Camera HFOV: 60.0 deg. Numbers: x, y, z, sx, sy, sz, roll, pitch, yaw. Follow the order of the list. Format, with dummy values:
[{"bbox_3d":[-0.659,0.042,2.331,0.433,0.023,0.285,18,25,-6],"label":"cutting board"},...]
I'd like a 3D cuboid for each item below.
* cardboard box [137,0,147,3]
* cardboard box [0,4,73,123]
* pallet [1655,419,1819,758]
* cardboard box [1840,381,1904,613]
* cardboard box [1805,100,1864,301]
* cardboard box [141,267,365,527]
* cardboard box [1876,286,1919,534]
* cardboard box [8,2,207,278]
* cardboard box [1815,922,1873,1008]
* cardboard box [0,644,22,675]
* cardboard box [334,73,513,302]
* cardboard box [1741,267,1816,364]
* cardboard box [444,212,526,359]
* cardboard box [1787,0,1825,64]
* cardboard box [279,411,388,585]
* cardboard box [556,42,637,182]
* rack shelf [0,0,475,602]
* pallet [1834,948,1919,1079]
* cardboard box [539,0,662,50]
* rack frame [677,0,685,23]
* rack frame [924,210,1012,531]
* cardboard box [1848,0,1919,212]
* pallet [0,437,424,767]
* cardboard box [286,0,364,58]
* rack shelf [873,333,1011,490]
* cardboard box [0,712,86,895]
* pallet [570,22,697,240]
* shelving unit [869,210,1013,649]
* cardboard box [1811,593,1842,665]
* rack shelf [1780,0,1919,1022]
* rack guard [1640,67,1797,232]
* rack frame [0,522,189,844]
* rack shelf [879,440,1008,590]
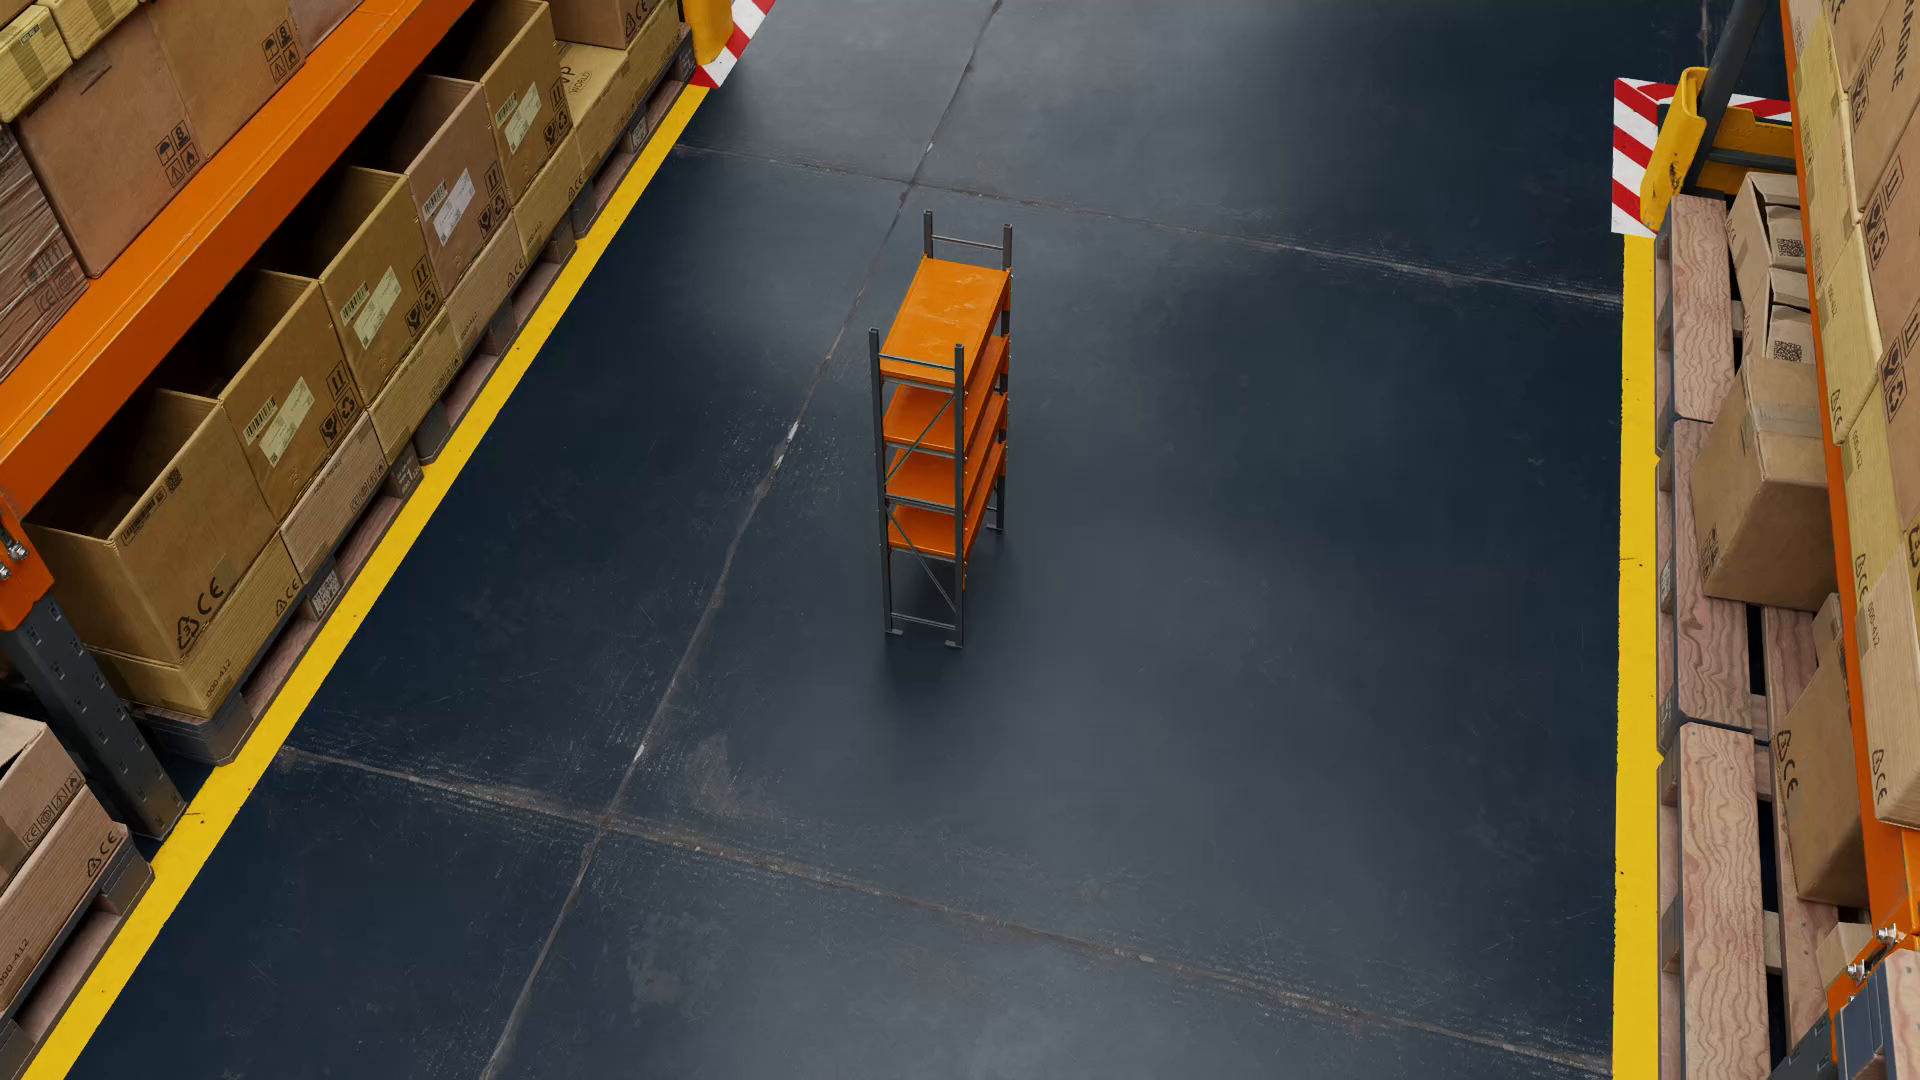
[{"bbox_3d":[-2.106,-1.454,4.034,0.380,0.149,0.250,10,49,9],"label":"cardboard box"},{"bbox_3d":[-2.241,-1.084,3.707,0.380,0.149,0.250,10,49,9],"label":"cardboard box"},{"bbox_3d":[2.611,0.208,4.926,1.003,0.211,1.213,12,50,10],"label":"pallet"},{"bbox_3d":[2.120,-0.055,3.384,0.500,0.250,0.500,12,50,10],"label":"cardboard box"},{"bbox_3d":[2.369,-0.786,4.029,0.500,0.250,0.500,12,50,10],"label":"cardboard box"},{"bbox_3d":[-2.083,-0.426,4.679,0.500,0.500,0.500,12,50,10],"label":"cardboard box"},{"bbox_3d":[2.101,-0.307,3.107,0.500,0.500,0.500,11,50,10],"label":"cardboard box"},{"bbox_3d":[-2.388,-1.050,4.109,0.700,0.500,0.500,11,50,10],"label":"cardboard box"},{"bbox_3d":[2.261,1.062,3.908,0.380,0.166,0.250,6,49,5],"label":"cardboard box"},{"bbox_3d":[-2.720,0.081,4.732,0.500,0.250,0.500,12,50,10],"label":"cardboard box"},{"bbox_3d":[-1.814,-1.148,5.316,0.500,0.500,0.500,12,50,10],"label":"cardboard box"},{"bbox_3d":[2.783,-0.591,5.271,0.500,0.311,0.500,15,50,13],"label":"cardboard box"},{"bbox_3d":[-1.818,-0.900,5.598,0.500,0.250,0.500,12,50,10],"label":"cardboard box"},{"bbox_3d":[2.644,-1.518,4.676,0.500,0.250,0.500,10,49,9],"label":"cardboard box"},{"bbox_3d":[-2.080,-0.177,4.959,0.500,0.250,0.500,12,50,10],"label":"cardboard box"},{"bbox_3d":[-1.555,-1.624,6.236,0.500,0.250,0.500,12,50,10],"label":"cardboard box"},{"bbox_3d":[-2.105,-1.520,5.071,1.077,0.370,4.000,12,50,10],"label":"rack shelf"},{"bbox_3d":[1.807,1.251,2.273,1.003,0.211,1.213,12,50,10],"label":"pallet"},{"bbox_3d":[-1.433,-2.235,6.276,0.500,0.500,0.500,12,50,10],"label":"cardboard box"},{"bbox_3d":[-1.578,-3.205,6.078,1.000,3.000,0.127,12,50,10],"label":"rack frame"},{"bbox_3d":[0.021,-0.454,4.850,0.240,1.200,0.015,12,50,10],"label":"rack frame"},{"bbox_3d":[2.380,-1.045,3.758,0.500,0.500,0.500,13,50,11],"label":"cardboard box"},{"bbox_3d":[-2.382,0.044,5.070,1.003,0.211,1.213,12,50,10],"label":"pallet"},{"bbox_3d":[-2.118,-1.782,4.756,0.700,0.500,0.500,13,50,11],"label":"cardboard box"},{"bbox_3d":[-0.044,-0.381,4.577,0.258,0.148,0.480,12,50,10],"label":"rack shelf"},{"bbox_3d":[-2.461,0.623,3.879,0.500,0.311,0.500,12,50,10],"label":"cardboard box"},{"bbox_3d":[-1.739,-1.721,6.628,1.003,0.211,1.213,12,50,10],"label":"pallet"},{"bbox_3d":[-0.044,-0.277,4.694,0.258,1.200,0.503,12,50,10],"label":"shelving unit"},{"bbox_3d":[2.589,0.308,4.585,0.380,0.149,0.250,8,49,7],"label":"cardboard box"},{"bbox_3d":[2.675,-0.545,4.210,1.077,0.370,4.000,12,50,10],"label":"rack shelf"},{"bbox_3d":[3.182,-1.348,6.106,1.175,0.500,0.348,12,50,10],"label":"rack guard"},{"bbox_3d":[-2.631,-0.311,3.524,1.000,3.000,0.127,12,50,10],"label":"rack frame"},{"bbox_3d":[-0.044,-0.101,4.894,0.258,0.148,0.480,12,50,10],"label":"rack shelf"}]
